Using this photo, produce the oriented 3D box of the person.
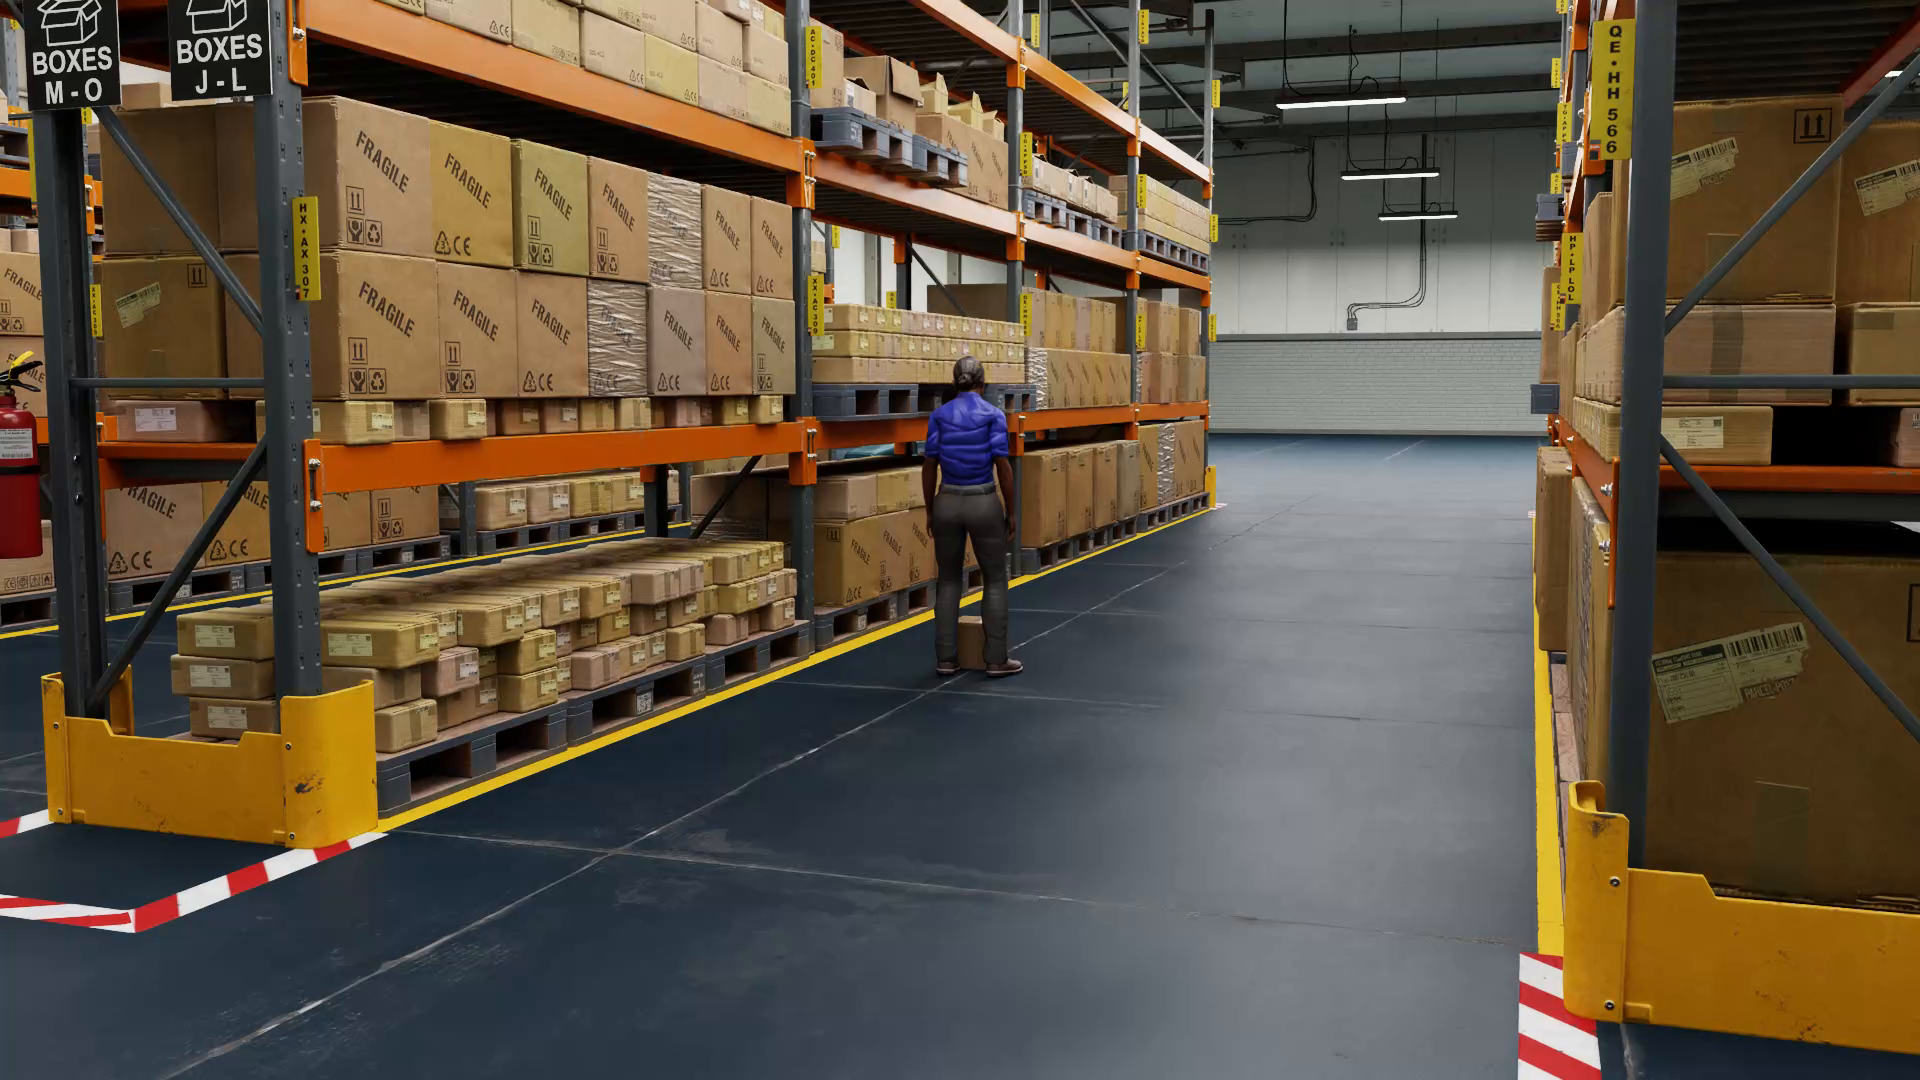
[{"bbox_3d":[0.056,-0.125,8.621,0.505,1.654,0.353,2,6,16],"label":"person"}]
